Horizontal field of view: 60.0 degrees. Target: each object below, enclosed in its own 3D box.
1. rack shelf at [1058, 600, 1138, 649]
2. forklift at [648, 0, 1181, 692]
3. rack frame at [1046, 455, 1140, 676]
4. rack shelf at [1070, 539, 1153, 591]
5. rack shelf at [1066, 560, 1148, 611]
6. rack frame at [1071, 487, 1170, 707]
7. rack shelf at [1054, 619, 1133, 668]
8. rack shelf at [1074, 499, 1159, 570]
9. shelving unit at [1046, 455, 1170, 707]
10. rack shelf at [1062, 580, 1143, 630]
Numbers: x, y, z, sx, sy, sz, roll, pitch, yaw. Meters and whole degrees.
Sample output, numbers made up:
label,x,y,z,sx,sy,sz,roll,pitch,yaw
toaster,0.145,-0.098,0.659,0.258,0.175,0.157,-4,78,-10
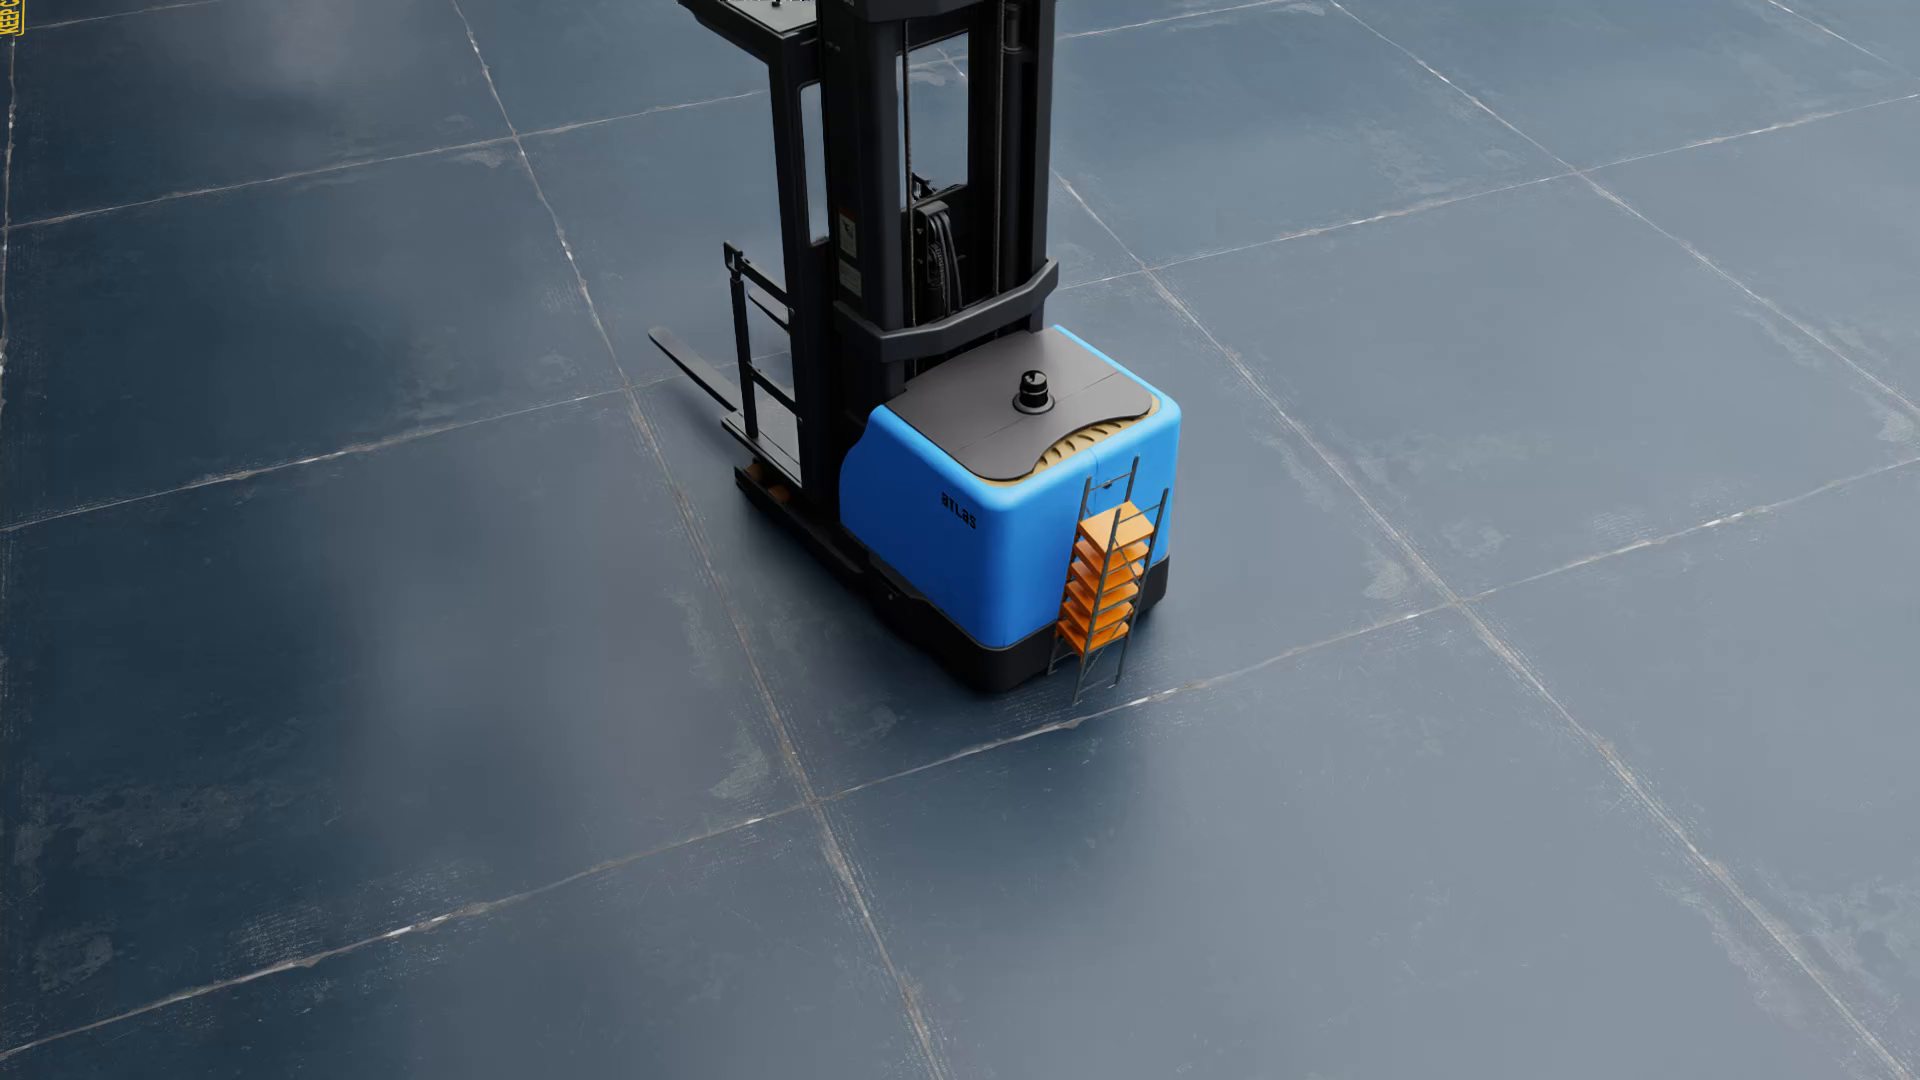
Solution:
label,x,y,z,sx,sy,sz,roll,pitch,yaw
rack shelf,0.550,0.297,6.641,0.258,0.103,0.180,-23,55,-24
forklift,-0.407,-1.389,7.036,1.130,2.935,3.031,-28,48,-28
rack frame,0.514,0.127,6.567,0.240,1.200,0.006,-23,55,-24
rack shelf,0.580,0.058,6.373,0.258,0.103,0.180,-23,55,-24
rack shelf,0.570,0.137,6.462,0.258,0.103,0.180,-23,55,-24
rack frame,0.613,0.248,6.470,0.240,1.200,0.006,-23,55,-24
rack shelf,0.539,0.376,6.730,0.258,0.103,0.180,-23,55,-24
rack shelf,0.590,-0.022,6.284,0.258,0.103,0.180,-23,55,-24
shelving unit,0.563,0.187,6.519,0.258,1.200,0.189,-23,55,-24
rack shelf,0.560,0.217,6.552,0.258,0.103,0.180,-23,55,-24
